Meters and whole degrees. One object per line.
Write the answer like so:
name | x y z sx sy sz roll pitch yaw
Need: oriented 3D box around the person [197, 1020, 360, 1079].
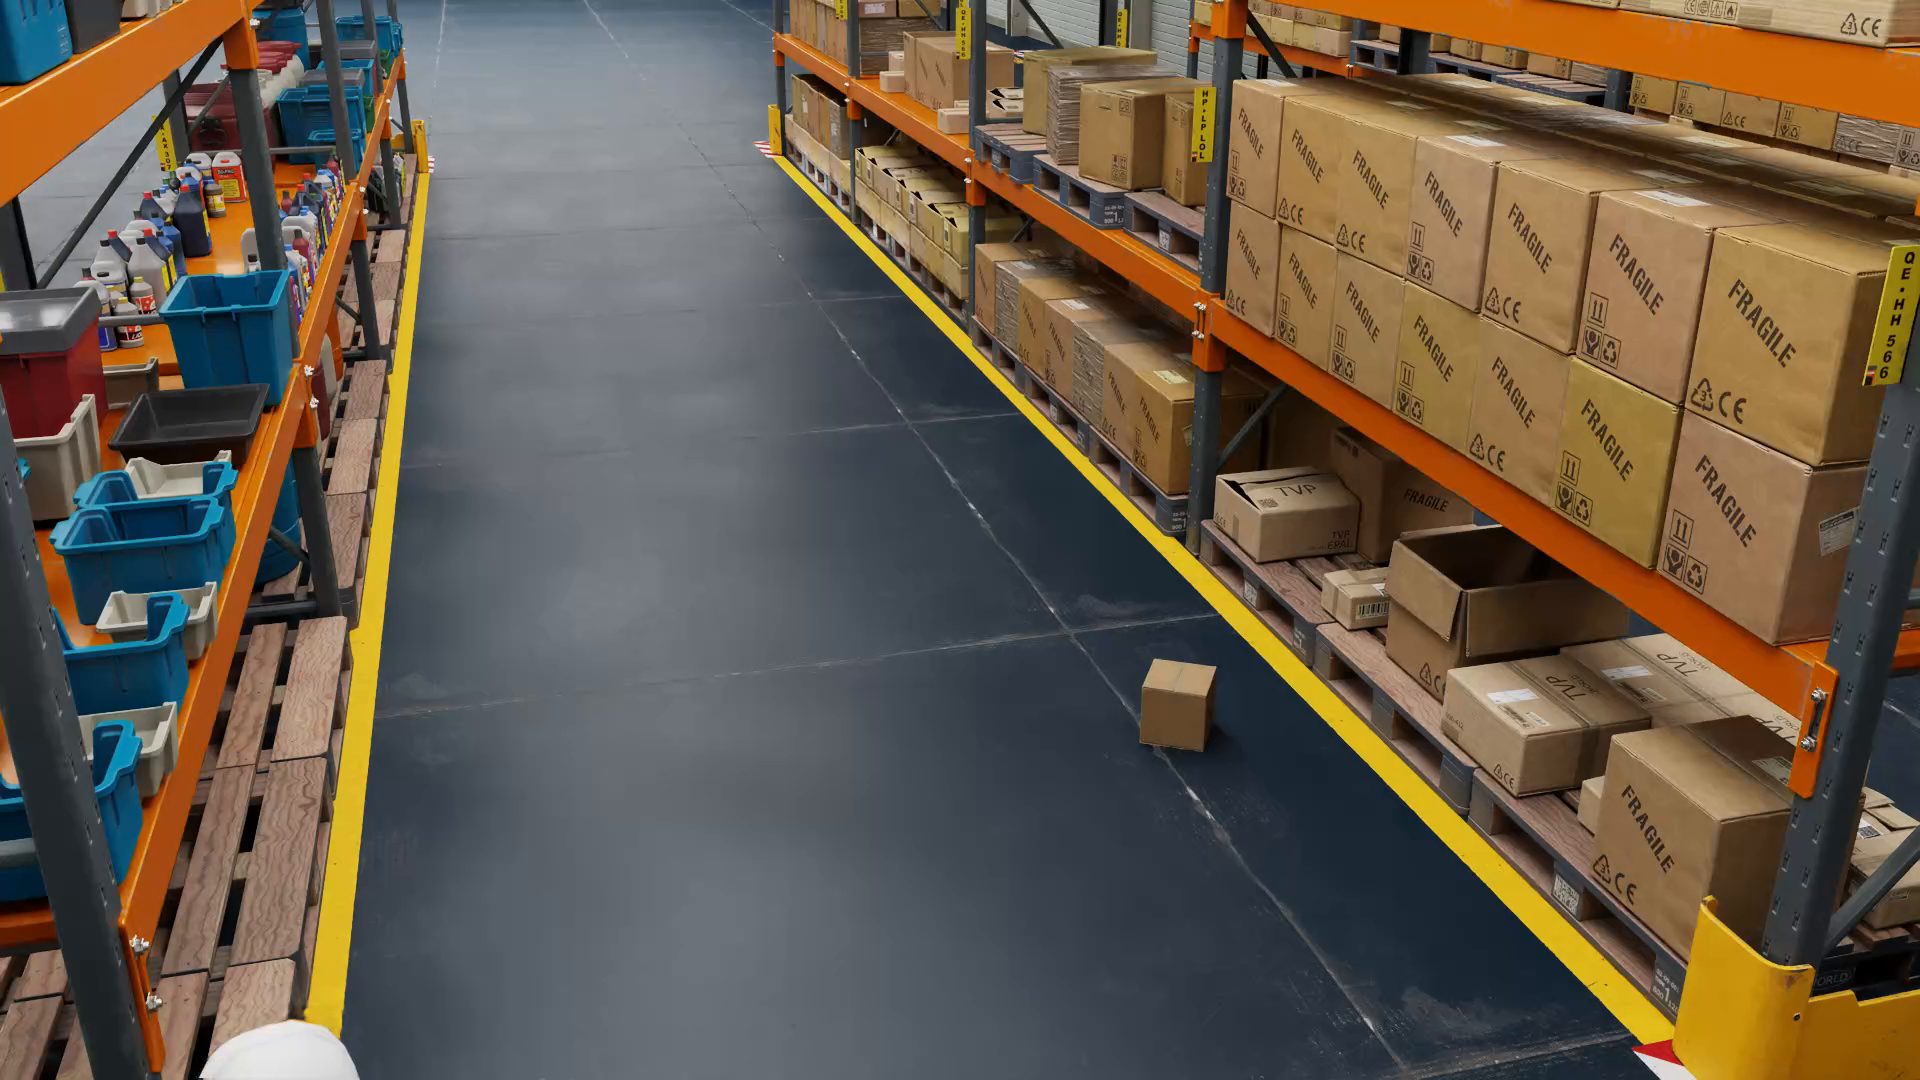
person | -0.916 1.491 2.485 0.608 1.746 0.923 17 28 35
